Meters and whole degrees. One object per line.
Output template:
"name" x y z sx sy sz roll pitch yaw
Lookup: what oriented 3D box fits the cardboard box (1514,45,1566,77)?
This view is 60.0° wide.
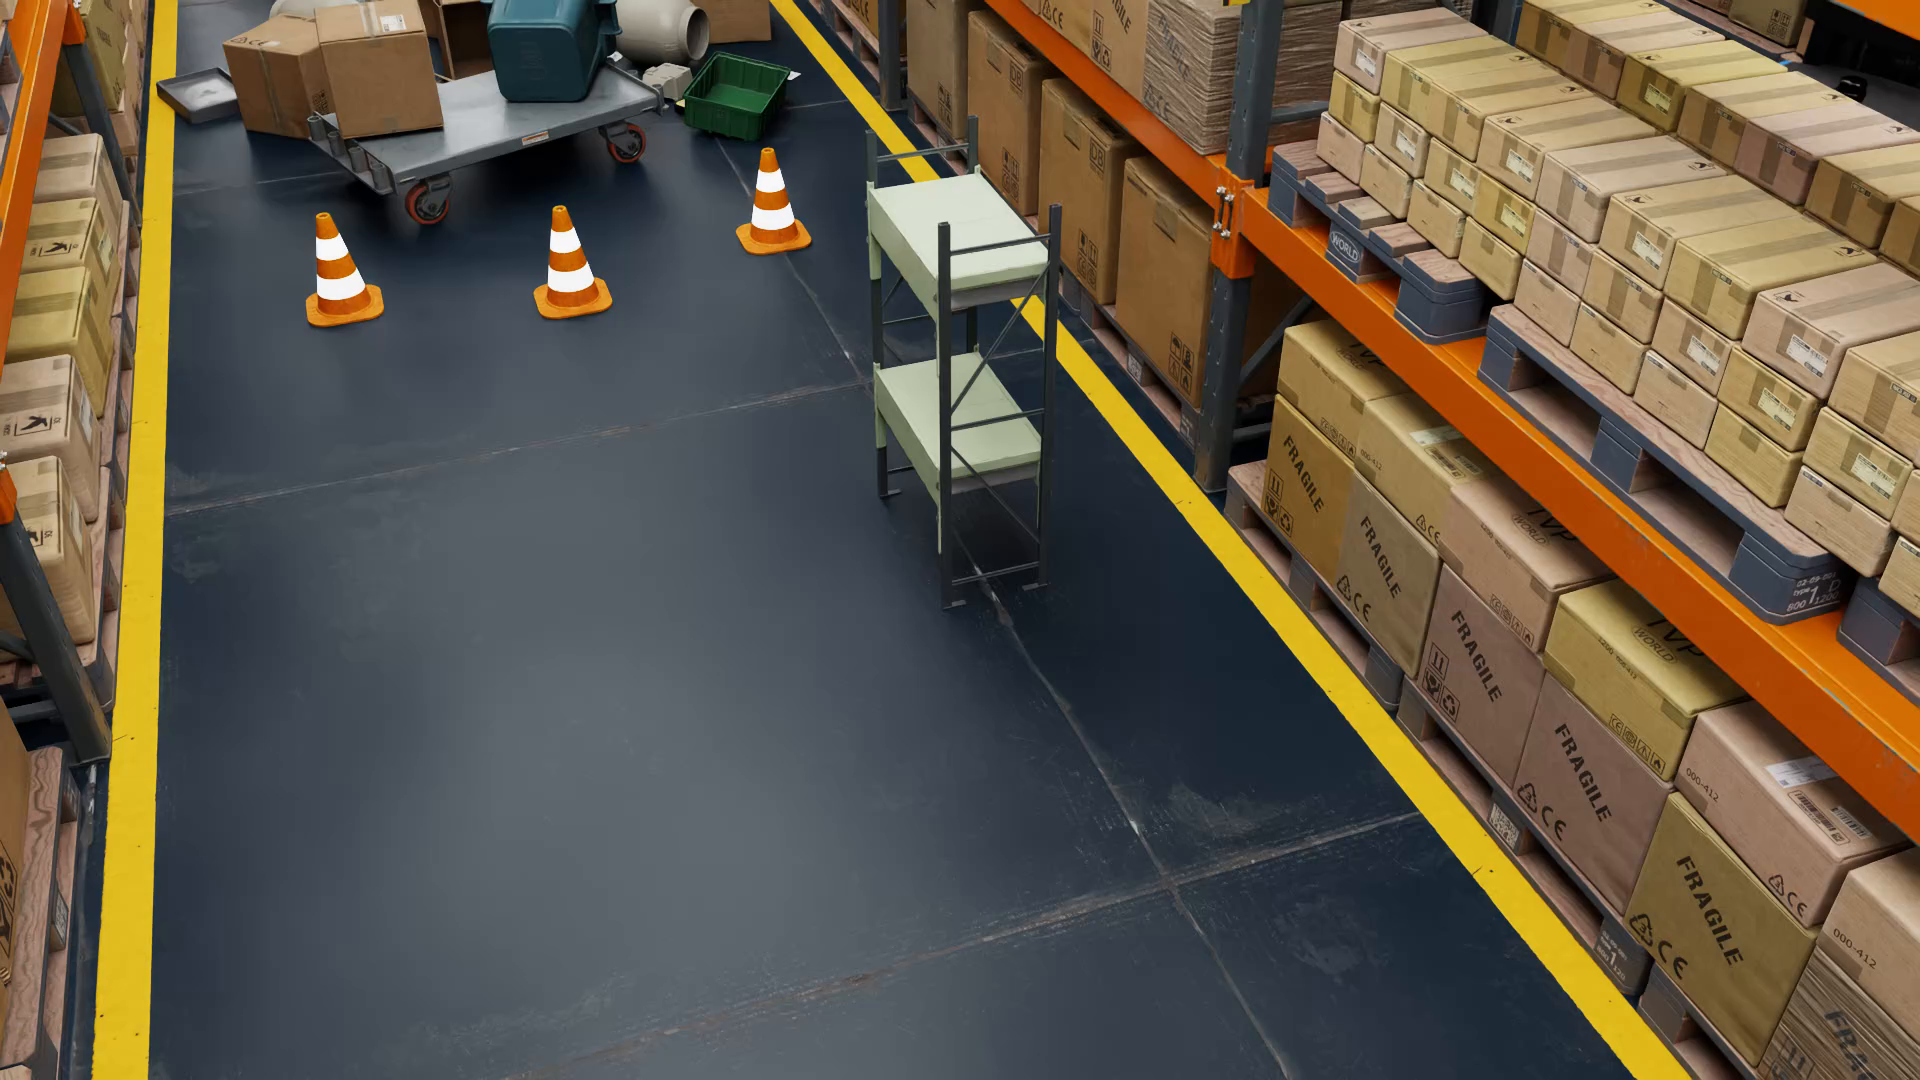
"cardboard box" 2.007 -1.509 5.373 0.380 0.149 0.250 -12 39 -15

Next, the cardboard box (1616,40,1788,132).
"cardboard box" 2.183 -1.341 4.902 0.380 0.149 0.250 -11 38 -15

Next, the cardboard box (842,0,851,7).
"cardboard box" -0.432 -3.965 10.437 0.875 0.875 0.875 -12 39 -16

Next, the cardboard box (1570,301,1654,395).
"cardboard box" 1.832 -0.532 4.323 0.380 0.149 0.250 -12 39 -15

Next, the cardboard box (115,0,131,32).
"cardboard box" -4.902 -3.037 9.102 0.500 0.500 0.500 -10 38 -14

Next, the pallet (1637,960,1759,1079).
"pallet" 2.516 1.426 4.181 1.003 0.211 1.213 -12 39 -16

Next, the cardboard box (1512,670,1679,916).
"cardboard box" 1.946 0.636 4.641 0.500 0.500 0.500 -13 39 -17

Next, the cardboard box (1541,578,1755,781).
"cardboard box" 1.932 0.326 4.430 0.500 0.250 0.500 -14 39 -18

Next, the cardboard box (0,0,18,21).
"cardboard box" -3.856 -2.085 6.385 0.380 0.149 0.250 -12 39 -16

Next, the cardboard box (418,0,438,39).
"cardboard box" -2.975 -3.480 10.452 0.637 0.503 0.797 19 41 23

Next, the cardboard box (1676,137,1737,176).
"cardboard box" 2.279 -1.069 4.789 0.380 0.149 0.250 -12 39 -16

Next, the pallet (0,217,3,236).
"pallet" -3.549 -0.730 4.885 1.213 0.211 1.003 -12 39 -16

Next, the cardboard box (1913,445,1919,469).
"cardboard box" 2.193 -0.186 3.369 0.380 0.149 0.250 -13 39 -16

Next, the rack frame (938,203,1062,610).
"rack frame" 0.124 -0.396 5.529 0.400 1.500 0.023 -12 39 -16

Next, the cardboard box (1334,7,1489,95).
"cardboard box" 1.388 -1.509 5.126 0.380 0.149 0.250 -12 39 -16

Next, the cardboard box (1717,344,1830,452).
"cardboard box" 2.006 -0.362 3.850 0.380 0.149 0.250 -12 39 -16

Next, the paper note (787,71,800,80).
"paper note" -1.049 -2.774 9.907 0.142 0.020 0.147 19 41 23

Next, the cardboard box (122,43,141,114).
"cardboard box" -4.724 -2.443 8.937 0.500 0.250 0.500 -10 38 -13

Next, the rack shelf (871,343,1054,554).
"rack shelf" -0.002 -0.342 6.000 0.431 0.370 0.720 -12 39 -16

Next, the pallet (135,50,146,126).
"pallet" -5.268 -2.634 9.572 1.003 0.211 1.213 -12 39 -16

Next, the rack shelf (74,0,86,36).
"rack shelf" -5.268 -3.528 9.039 1.077 0.370 4.000 -12 39 -16

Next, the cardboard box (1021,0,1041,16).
"cardboard box" 0.479 -2.600 7.125 0.500 0.500 0.500 -12 39 -15

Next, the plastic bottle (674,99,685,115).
"plastic bottle" -1.479 -2.437 9.435 0.283 0.061 0.133 27 44 31

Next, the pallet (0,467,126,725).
"pallet" -3.471 0.246 5.748 1.003 0.211 1.213 -12 39 -16

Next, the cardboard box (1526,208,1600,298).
"cardboard box" 1.749 -0.793 4.422 0.380 0.149 0.250 -12 39 -16

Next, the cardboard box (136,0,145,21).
"cardboard box" -5.255 -3.319 10.100 0.500 0.250 0.500 -12 39 -16

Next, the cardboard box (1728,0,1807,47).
"cardboard box" 5.062 -3.290 9.837 0.700 0.500 0.500 -13 39 -16

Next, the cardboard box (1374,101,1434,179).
"cardboard box" 1.482 -1.227 4.998 0.380 0.149 0.250 -11 38 -14

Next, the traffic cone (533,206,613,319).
"traffic cone" -1.800 -1.305 7.598 0.336 0.463 0.334 -12 39 -16

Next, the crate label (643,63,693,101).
"crate label" -1.702 -2.670 9.681 0.250 0.136 0.298 19 41 23

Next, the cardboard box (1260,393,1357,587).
"cardboard box" 1.413 -0.225 5.784 0.500 0.500 0.500 -14 39 -18

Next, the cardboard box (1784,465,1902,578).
"cardboard box" 2.102 -0.084 3.729 0.380 0.149 0.250 -14 39 -18

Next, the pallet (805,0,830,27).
"pallet" -0.579 -3.790 11.106 1.003 0.211 1.213 -12 39 -16

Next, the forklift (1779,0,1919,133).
"forklift" 4.458 -2.444 7.059 3.031 2.935 1.130 -25 44 -30

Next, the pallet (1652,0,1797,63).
"pallet" 4.994 -3.184 10.302 1.003 0.211 1.213 -12 39 -16

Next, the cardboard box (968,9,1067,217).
"cardboard box" 0.659 -2.159 8.144 1.050 0.750 0.750 -12 39 -16

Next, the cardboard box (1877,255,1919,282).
"cardboard box" 2.542 -0.635 4.213 0.380 0.149 0.250 -13 39 -17

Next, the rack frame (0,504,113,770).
"rack frame" -3.204 -0.426 4.322 1.000 3.000 0.127 -12 39 -16

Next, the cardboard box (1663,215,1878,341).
"cardboard box" 1.922 -0.628 3.956 0.380 0.149 0.250 -13 39 -17

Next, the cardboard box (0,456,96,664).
"cardboard box" -3.389 0.135 5.413 0.950 0.372 0.625 -15 40 -19

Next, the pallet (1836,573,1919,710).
"pallet" 2.659 0.367 3.430 1.003 0.211 1.213 -12 39 -16

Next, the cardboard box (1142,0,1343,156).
"cardboard box" 1.002 -1.747 5.993 0.500 0.500 0.500 -12 39 -16

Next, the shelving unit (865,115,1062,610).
"shelving unit" -0.002 -0.603 5.804 0.431 1.500 0.755 -12 39 -16

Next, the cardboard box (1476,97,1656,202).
"cardboard box" 1.652 -1.071 4.544 0.380 0.149 0.250 -14 39 -18

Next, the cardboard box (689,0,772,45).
"cardboard box" -1.465 -3.434 10.392 0.500 0.500 0.500 -6 37 -8

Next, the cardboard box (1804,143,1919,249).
"cardboard box" 2.451 -0.900 4.317 0.380 0.149 0.250 -11 38 -14

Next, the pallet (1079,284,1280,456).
"pallet" 1.209 -0.855 7.210 1.003 0.211 1.213 -12 39 -16

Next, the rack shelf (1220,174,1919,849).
"rack shelf" 2.097 -0.091 4.475 1.077 0.370 4.000 -12 39 -16

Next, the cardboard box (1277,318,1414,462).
"cardboard box" 1.419 -0.537 5.575 0.500 0.250 0.500 -14 39 -18

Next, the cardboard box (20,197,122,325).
"cardboard box" -4.147 -1.102 7.056 0.950 0.372 0.625 -10 38 -13

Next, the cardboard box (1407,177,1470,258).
"cardboard box" 1.559 -0.977 4.913 0.380 0.149 0.250 -11 38 -14
